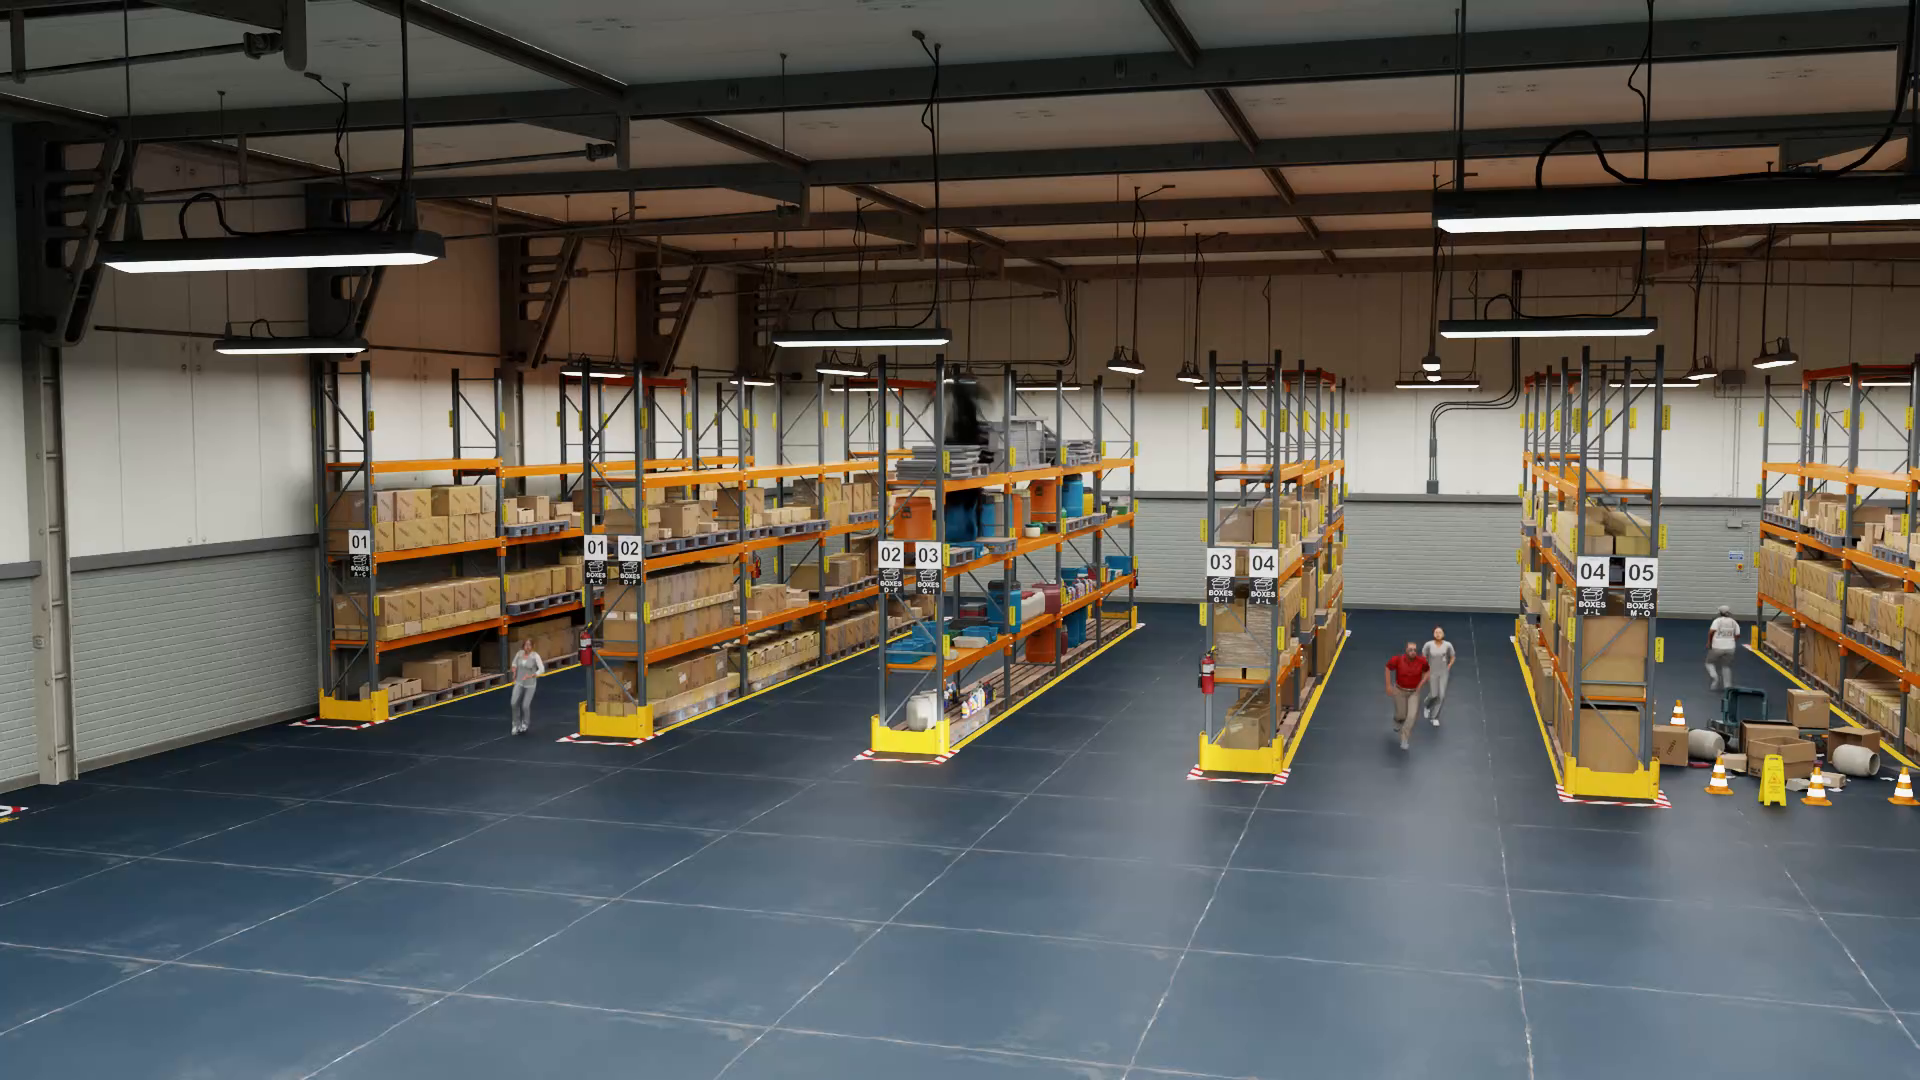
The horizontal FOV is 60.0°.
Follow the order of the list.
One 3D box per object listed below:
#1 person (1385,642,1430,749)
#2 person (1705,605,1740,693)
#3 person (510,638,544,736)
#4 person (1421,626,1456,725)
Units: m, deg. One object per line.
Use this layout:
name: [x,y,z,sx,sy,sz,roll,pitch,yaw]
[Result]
person: [6.879,2.370,25.639,0.659,1.668,0.791,0,4,-2]
person: [14.028,1.996,30.672,0.621,1.619,0.579,0,4,3]
person: [-6.913,2.349,26.608,0.559,1.591,0.625,0,4,0]
person: [7.893,2.233,27.429,0.556,1.636,0.585,1,4,8]
